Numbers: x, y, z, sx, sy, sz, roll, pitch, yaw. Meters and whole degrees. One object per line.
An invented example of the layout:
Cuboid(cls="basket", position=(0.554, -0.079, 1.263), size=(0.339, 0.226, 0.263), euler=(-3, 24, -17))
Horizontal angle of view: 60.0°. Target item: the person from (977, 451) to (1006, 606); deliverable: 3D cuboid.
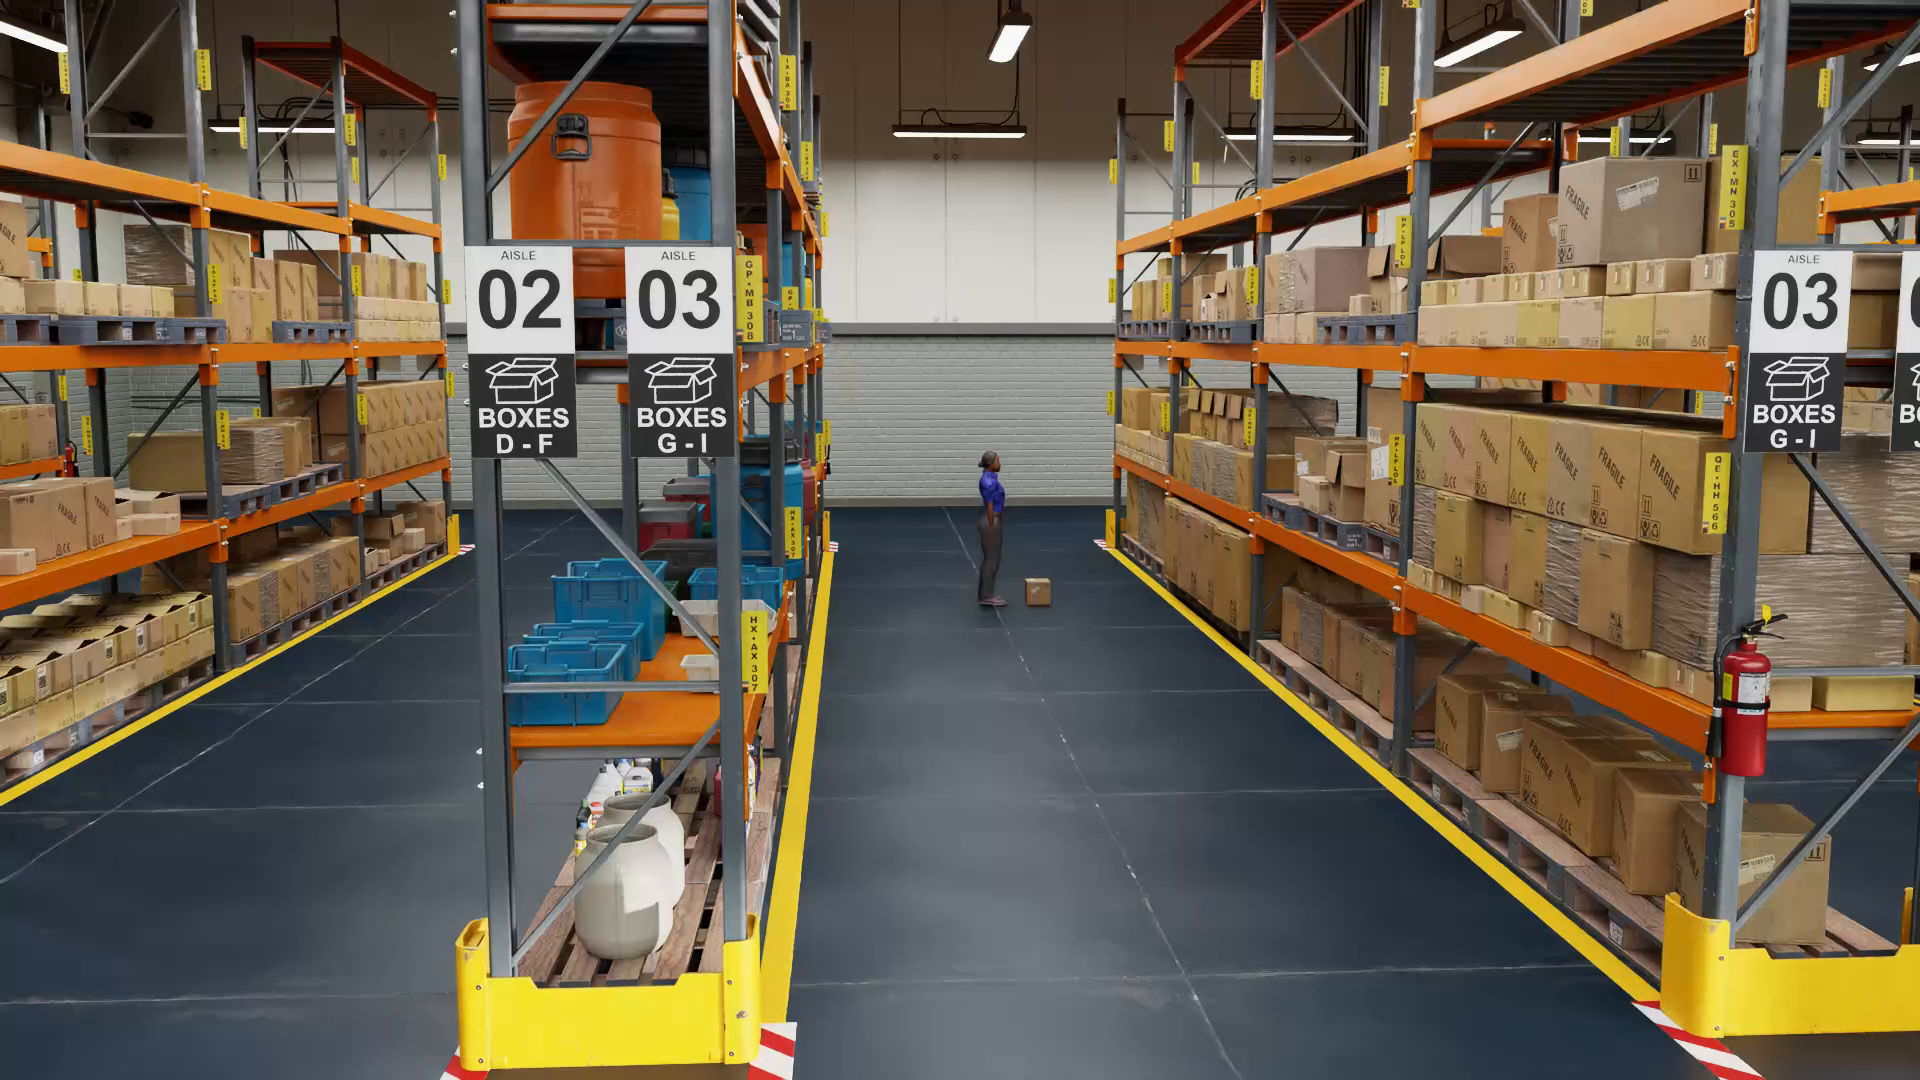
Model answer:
Cuboid(cls="person", position=(0.338, -0.134, 17.879), size=(0.305, 1.658, 0.435), euler=(0, 7, -2))
